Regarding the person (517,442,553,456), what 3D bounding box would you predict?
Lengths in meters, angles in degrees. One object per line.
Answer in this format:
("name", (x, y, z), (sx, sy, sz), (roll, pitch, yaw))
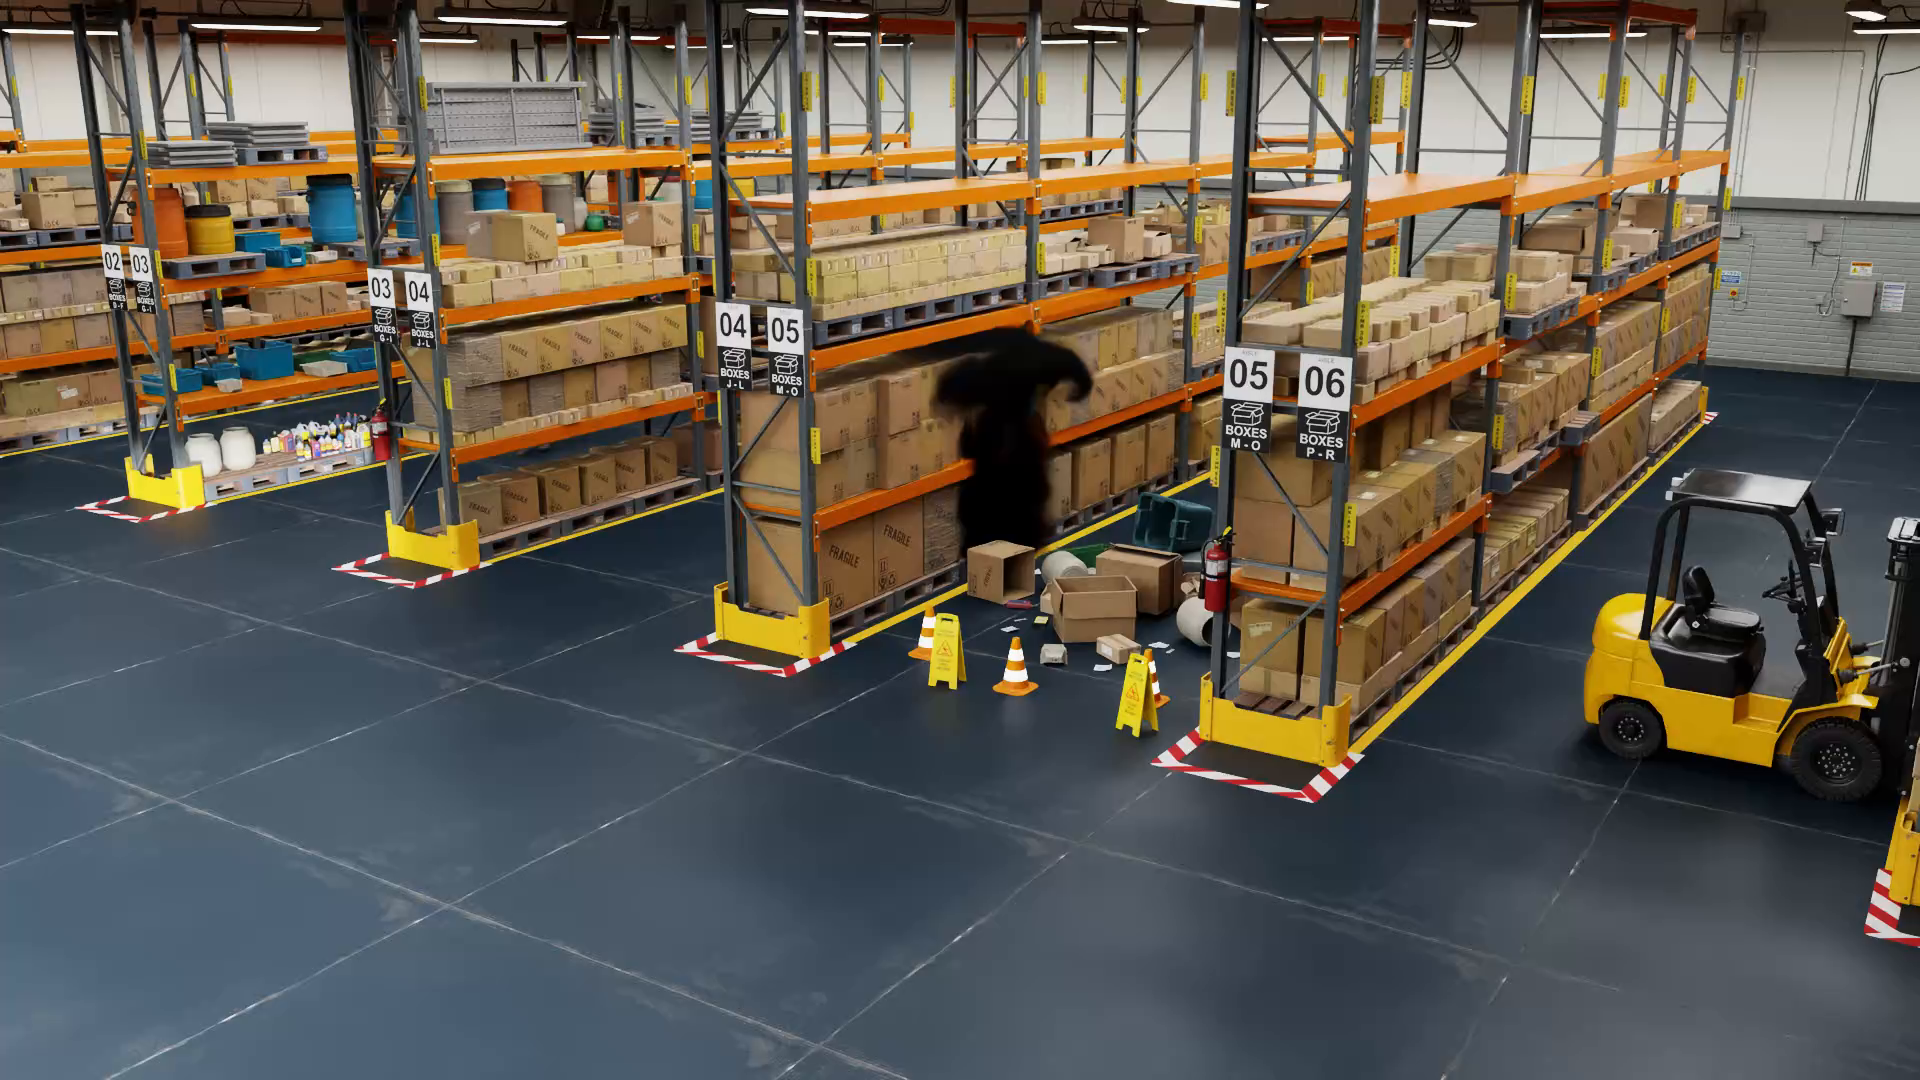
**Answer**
("person", (-6.036, -1.978, 23.380), (0.587, 1.642, 0.721), (7, 17, 25))
